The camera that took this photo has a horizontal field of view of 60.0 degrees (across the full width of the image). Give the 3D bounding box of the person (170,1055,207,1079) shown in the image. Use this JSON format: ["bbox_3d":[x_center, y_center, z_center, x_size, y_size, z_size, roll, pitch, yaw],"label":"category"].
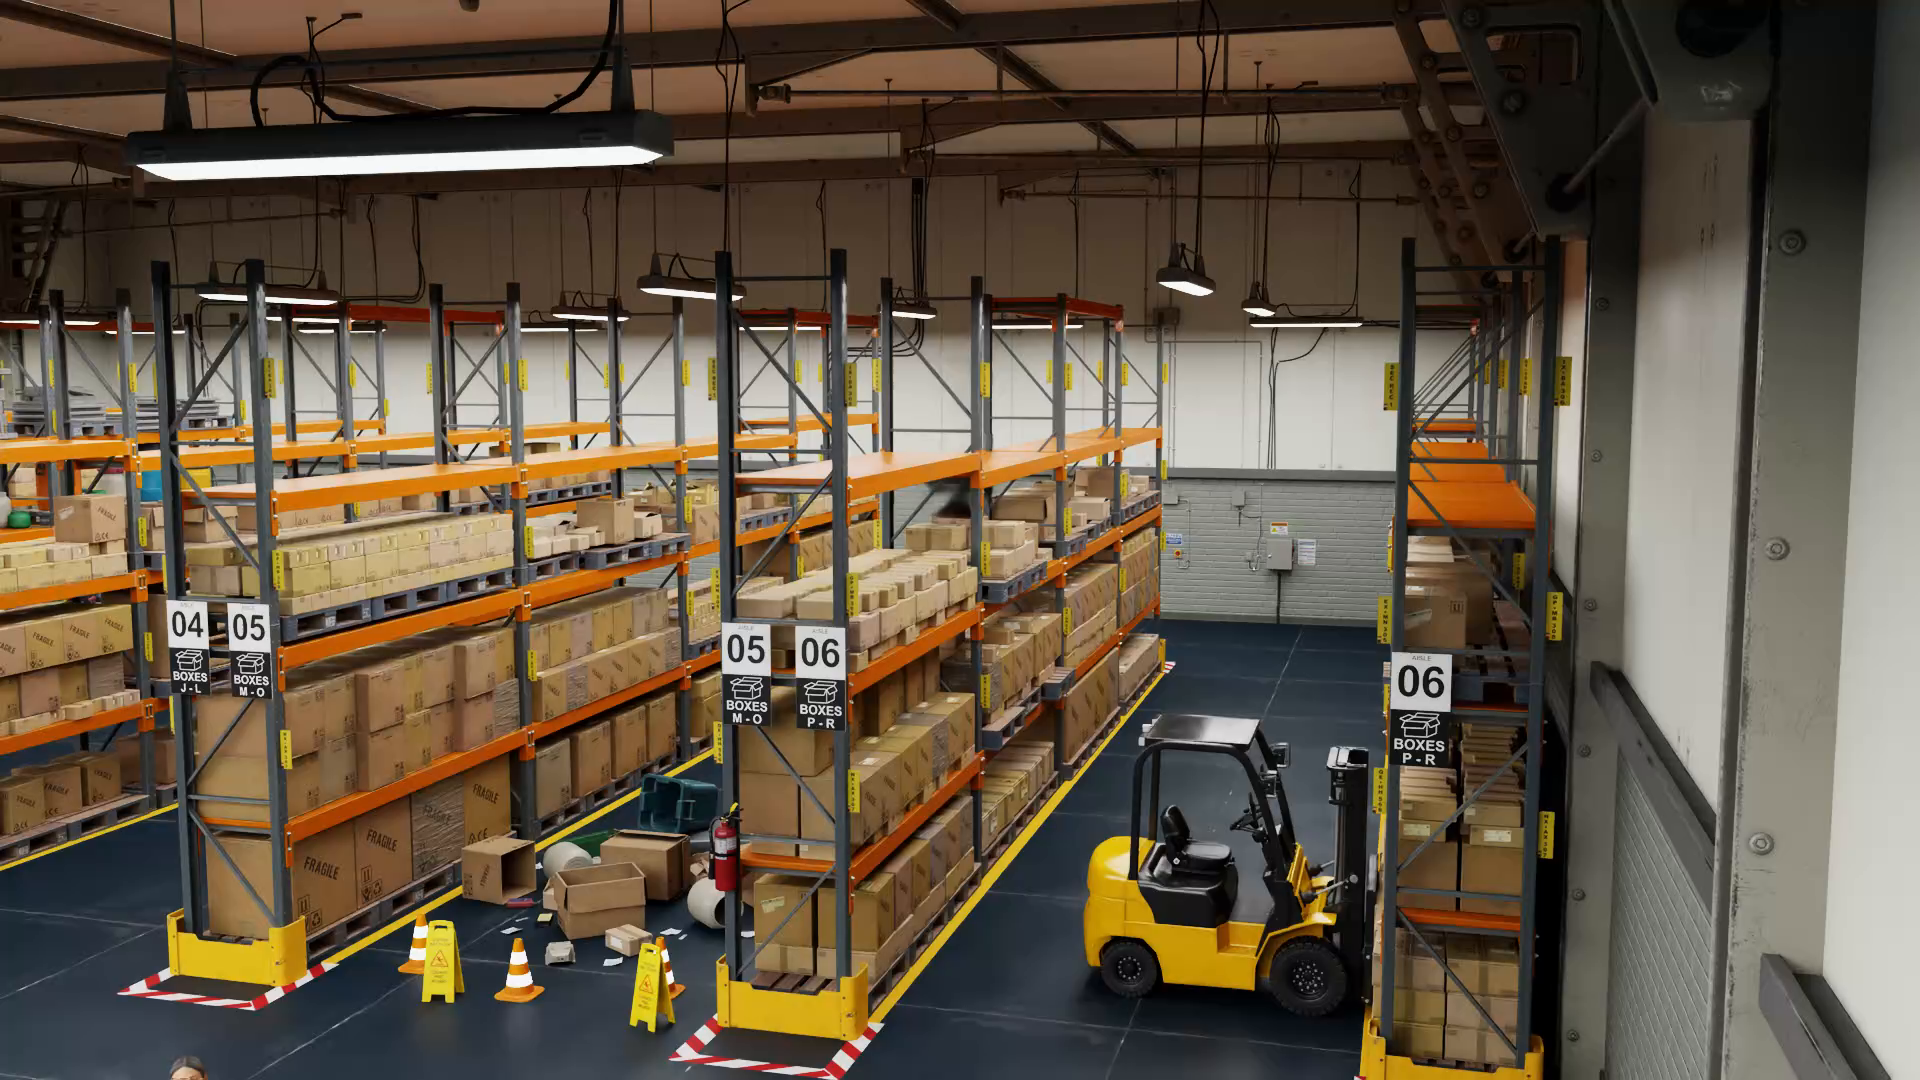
[{"bbox_3d":[-4.011,3.459,8.634,0.630,1.619,0.771,-3,7,-26],"label":"person"}]

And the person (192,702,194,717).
[{"bbox_3d":[-10.478,1.852,22.937,0.665,1.796,0.925,2,6,19],"label":"person"}]

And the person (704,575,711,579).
[{"bbox_3d":[-4.075,1.412,27.521,0.562,1.719,0.857,2,6,18],"label":"person"}]
